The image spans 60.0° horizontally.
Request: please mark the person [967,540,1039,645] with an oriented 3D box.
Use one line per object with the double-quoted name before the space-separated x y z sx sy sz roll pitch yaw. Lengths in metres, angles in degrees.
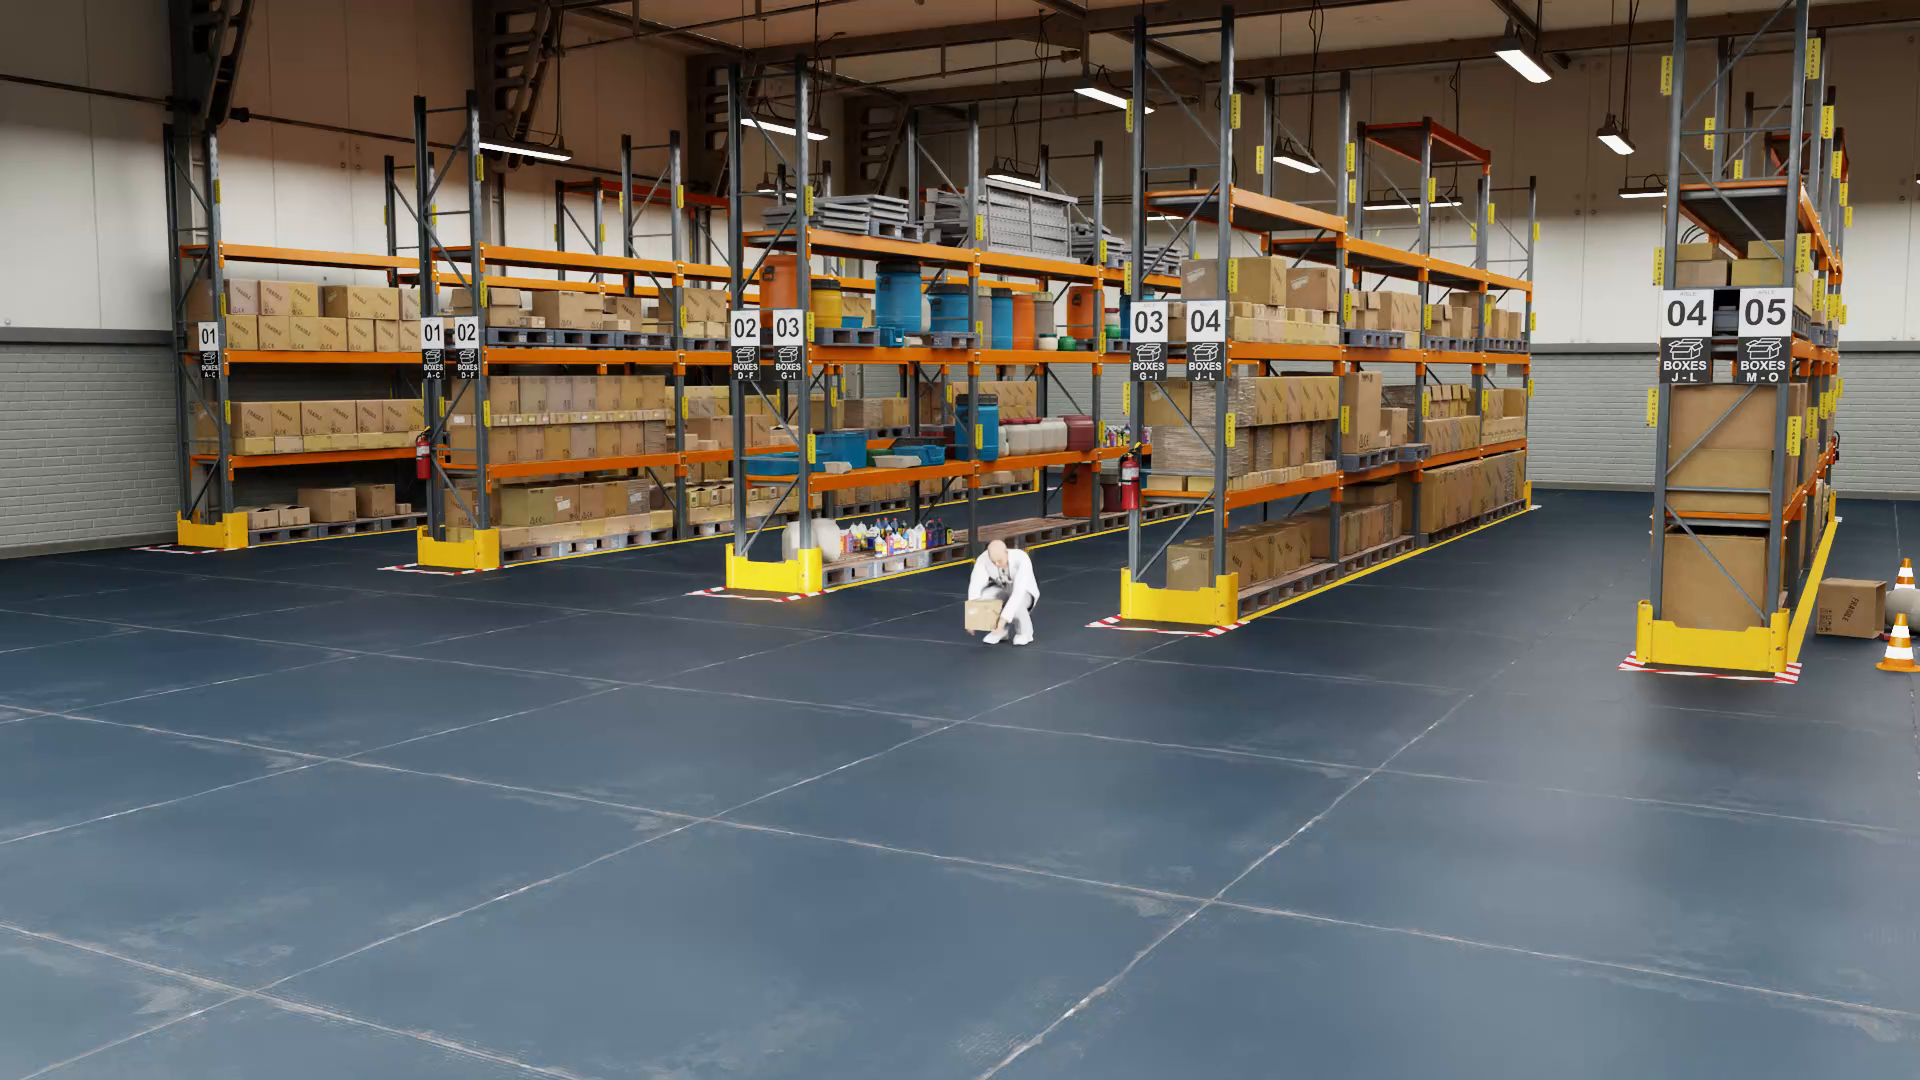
"person" 0.414 0.479 15.312 0.607 0.981 0.912 3 7 29
